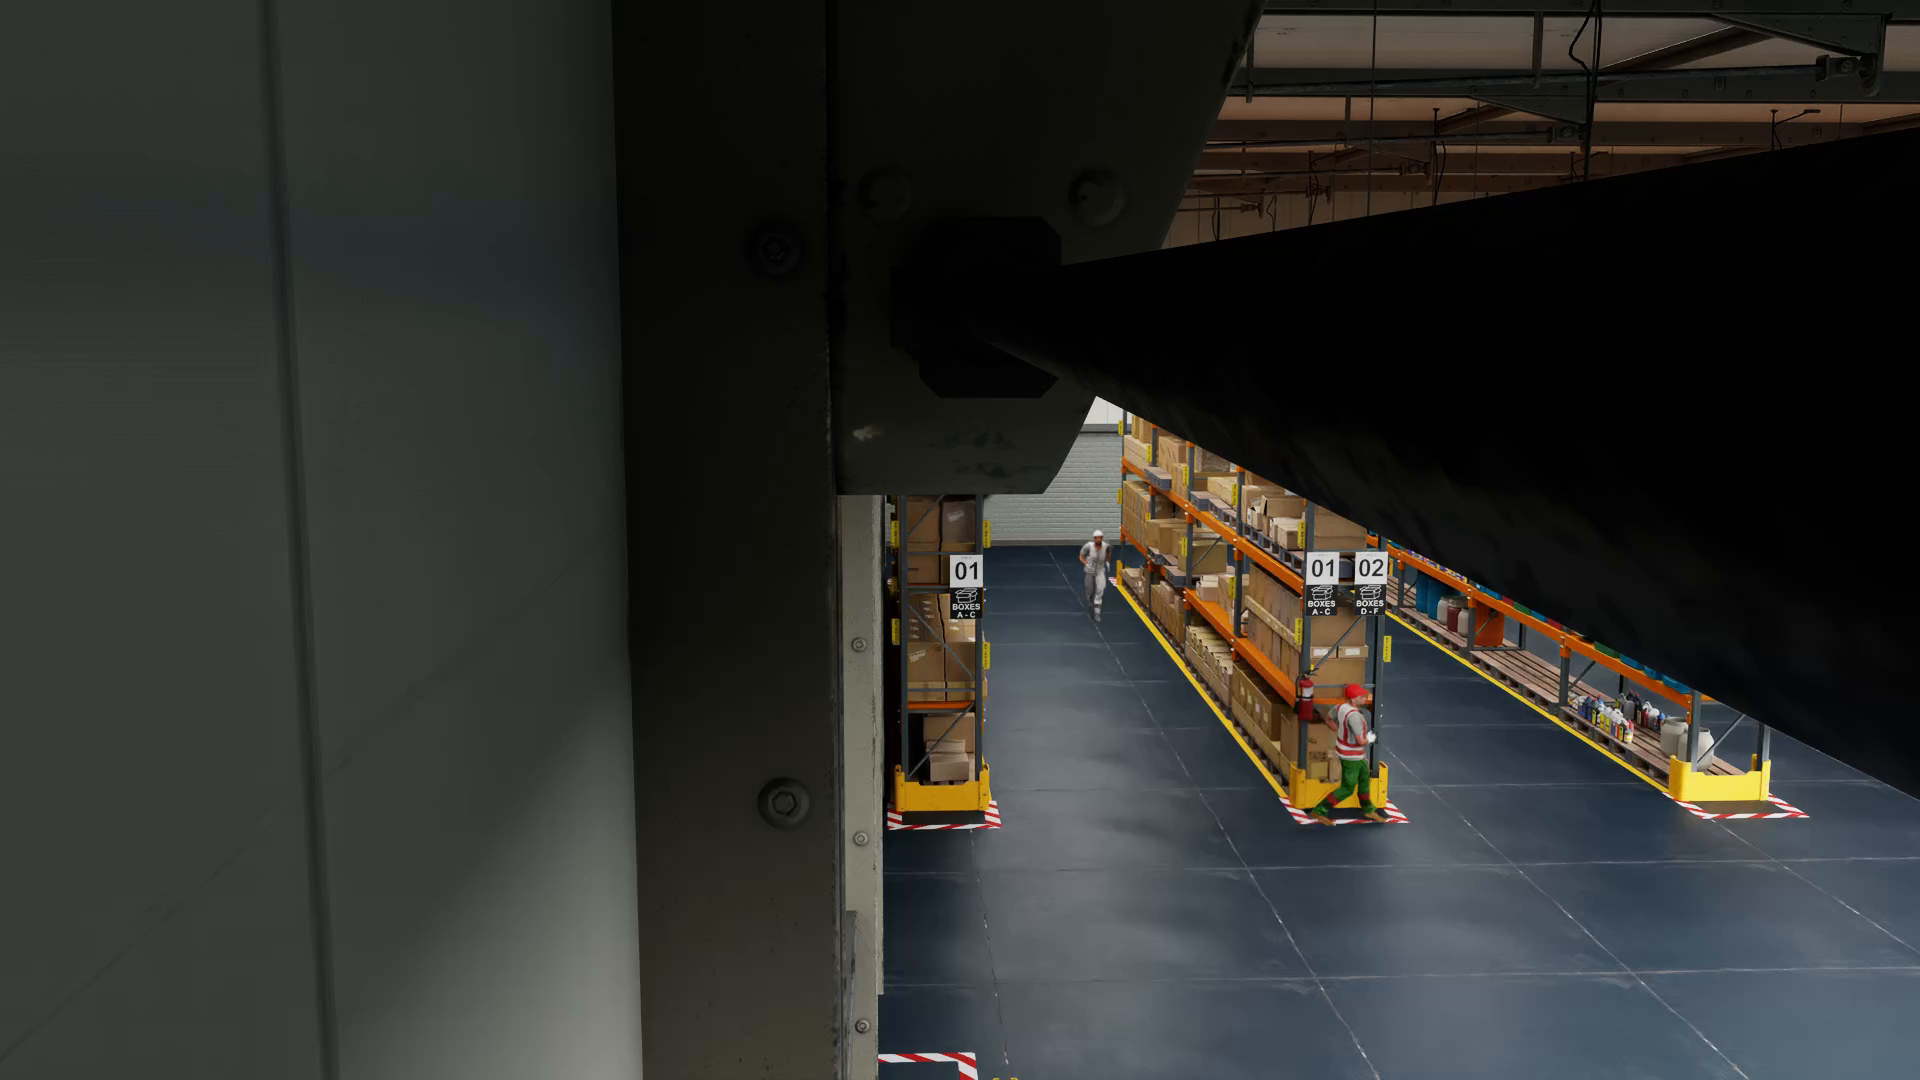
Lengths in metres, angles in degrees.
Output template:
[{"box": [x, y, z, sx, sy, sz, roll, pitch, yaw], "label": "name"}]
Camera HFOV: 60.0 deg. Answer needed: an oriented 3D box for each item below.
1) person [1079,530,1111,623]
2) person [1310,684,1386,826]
[{"box": [2.647, 0.656, 32.651, 0.658, 1.773, 1.135, 0, 8, -3], "label": "person"}, {"box": [4.646, 2.561, 19.657, 1.004, 1.779, 0.673, 0, 8, -2], "label": "person"}]
